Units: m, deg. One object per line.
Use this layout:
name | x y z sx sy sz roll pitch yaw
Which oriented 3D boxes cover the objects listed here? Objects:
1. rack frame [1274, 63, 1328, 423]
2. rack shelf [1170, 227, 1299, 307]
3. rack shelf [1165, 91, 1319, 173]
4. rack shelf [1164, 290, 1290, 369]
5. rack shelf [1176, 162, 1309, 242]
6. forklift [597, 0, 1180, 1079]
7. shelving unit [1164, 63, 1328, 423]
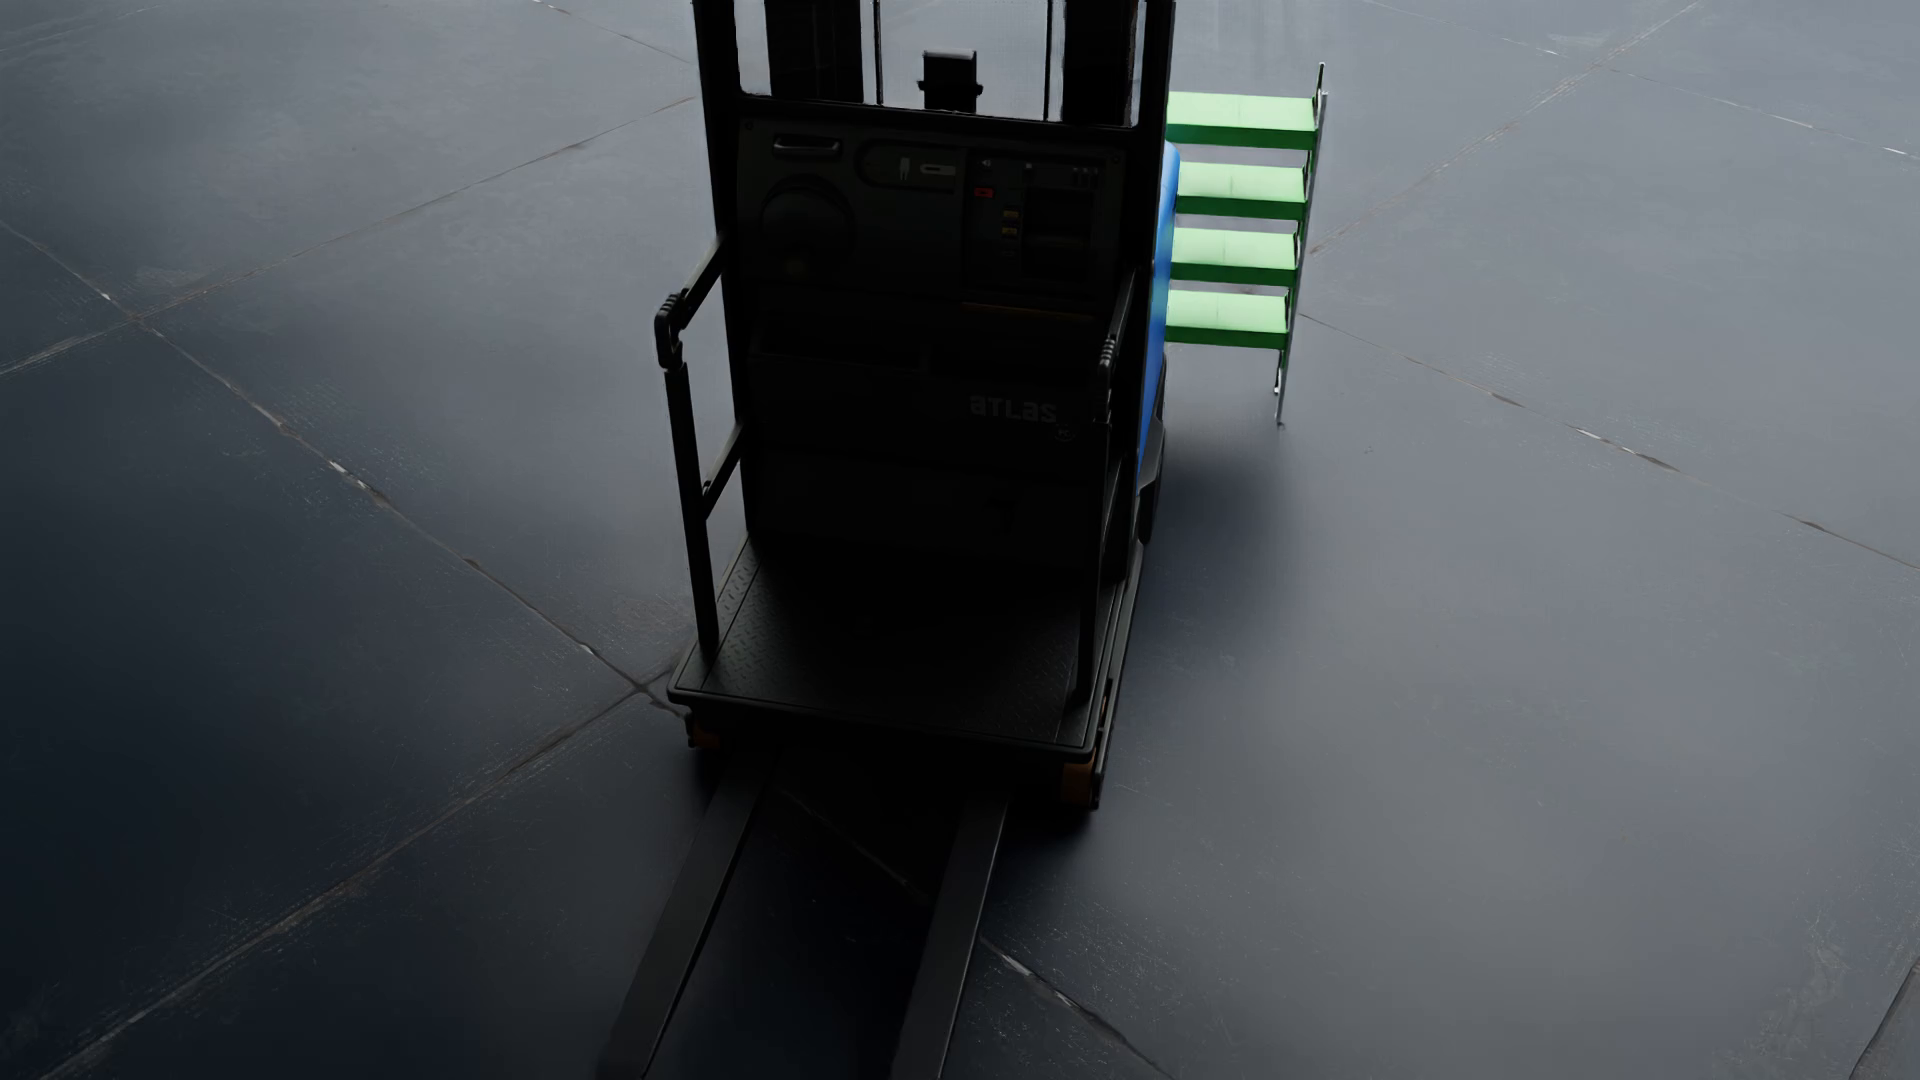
rack frame | 1.116 -0.949 5.479 0.015 1.200 0.240 5 39 6
rack shelf | 0.874 -0.918 5.543 0.480 0.148 0.258 5 39 6
rack shelf | 0.874 -1.294 5.244 0.480 0.148 0.258 5 39 6
rack shelf | 0.874 -0.730 5.692 0.480 0.148 0.258 5 39 6
rack shelf | 0.874 -1.106 5.394 0.480 0.148 0.258 5 39 6
forklift | -0.118 -0.705 3.782 1.130 2.935 3.031 7 39 9
shelving unit | 0.874 -0.968 5.503 0.503 1.200 0.258 5 39 6
